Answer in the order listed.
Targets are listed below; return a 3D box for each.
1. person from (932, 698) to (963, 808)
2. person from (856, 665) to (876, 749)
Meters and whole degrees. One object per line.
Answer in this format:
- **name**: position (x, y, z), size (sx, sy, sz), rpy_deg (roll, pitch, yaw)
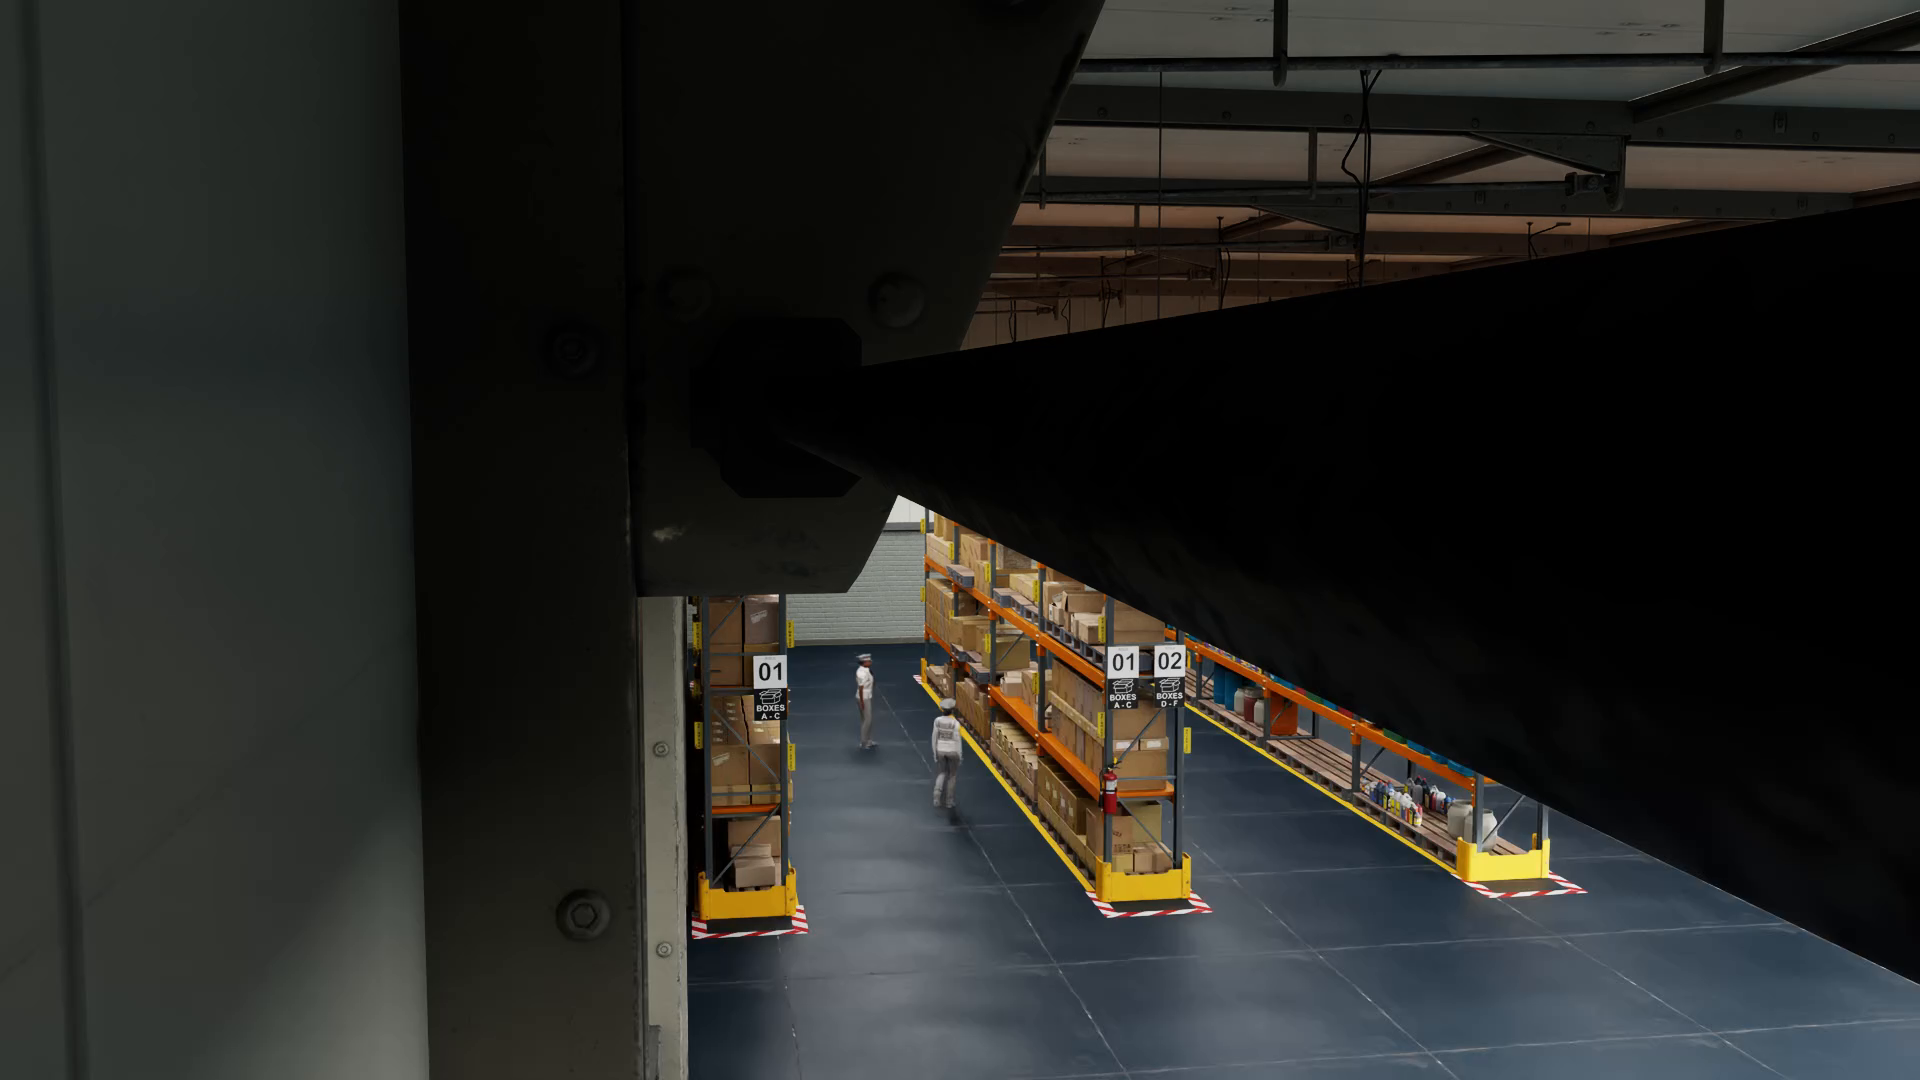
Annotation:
- **person**: position (-0.207, 3.251, 25.300), size (0.495, 1.685, 0.496), rpy_deg (2, 6, 25)
- **person**: position (-1.702, 3.020, 29.911), size (0.358, 1.526, 0.508), rpy_deg (0, 5, 3)
